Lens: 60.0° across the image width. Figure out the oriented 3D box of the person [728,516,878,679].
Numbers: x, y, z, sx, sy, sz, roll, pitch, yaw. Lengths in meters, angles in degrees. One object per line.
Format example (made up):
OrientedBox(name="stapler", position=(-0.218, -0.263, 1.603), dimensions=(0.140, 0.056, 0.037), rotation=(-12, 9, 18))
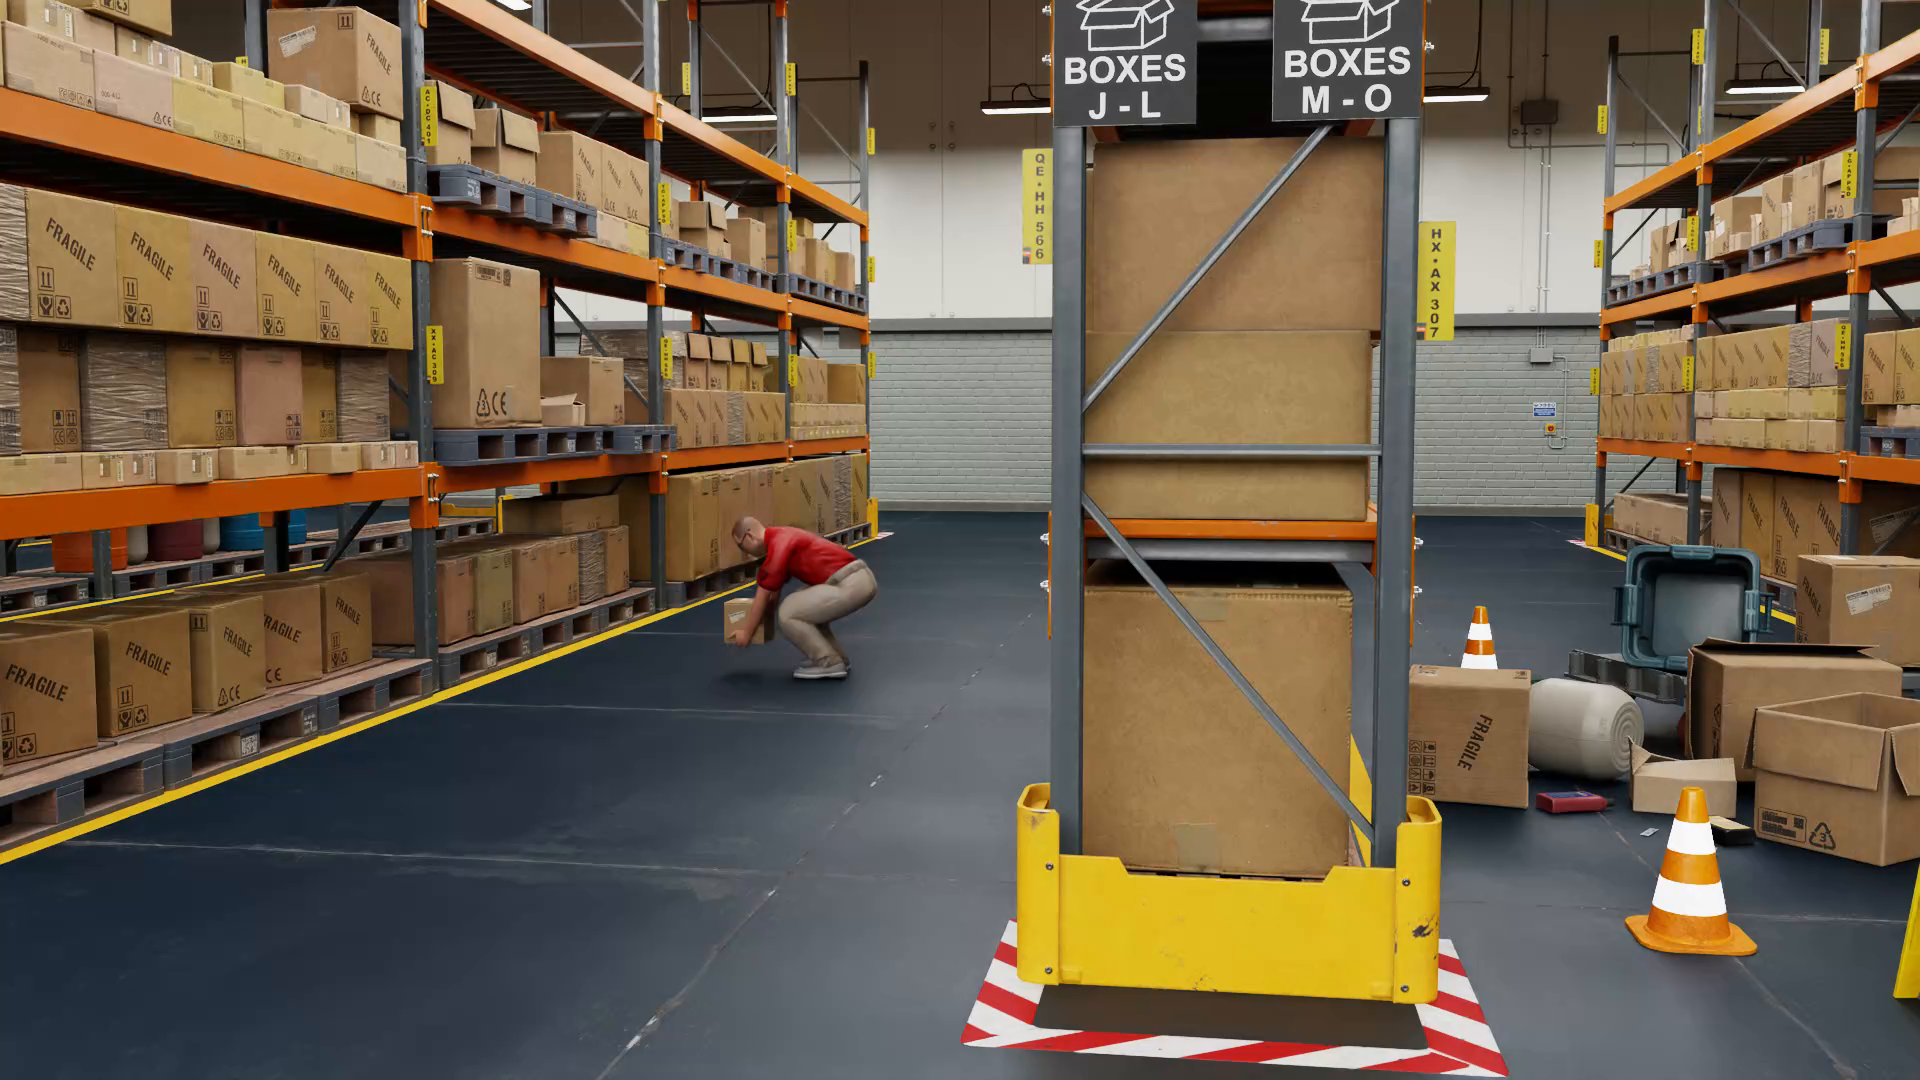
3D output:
OrientedBox(name="person", position=(-0.963, 0.345, 10.189), dimensions=(0.895, 0.982, 0.524), rotation=(1, 4, 7))
